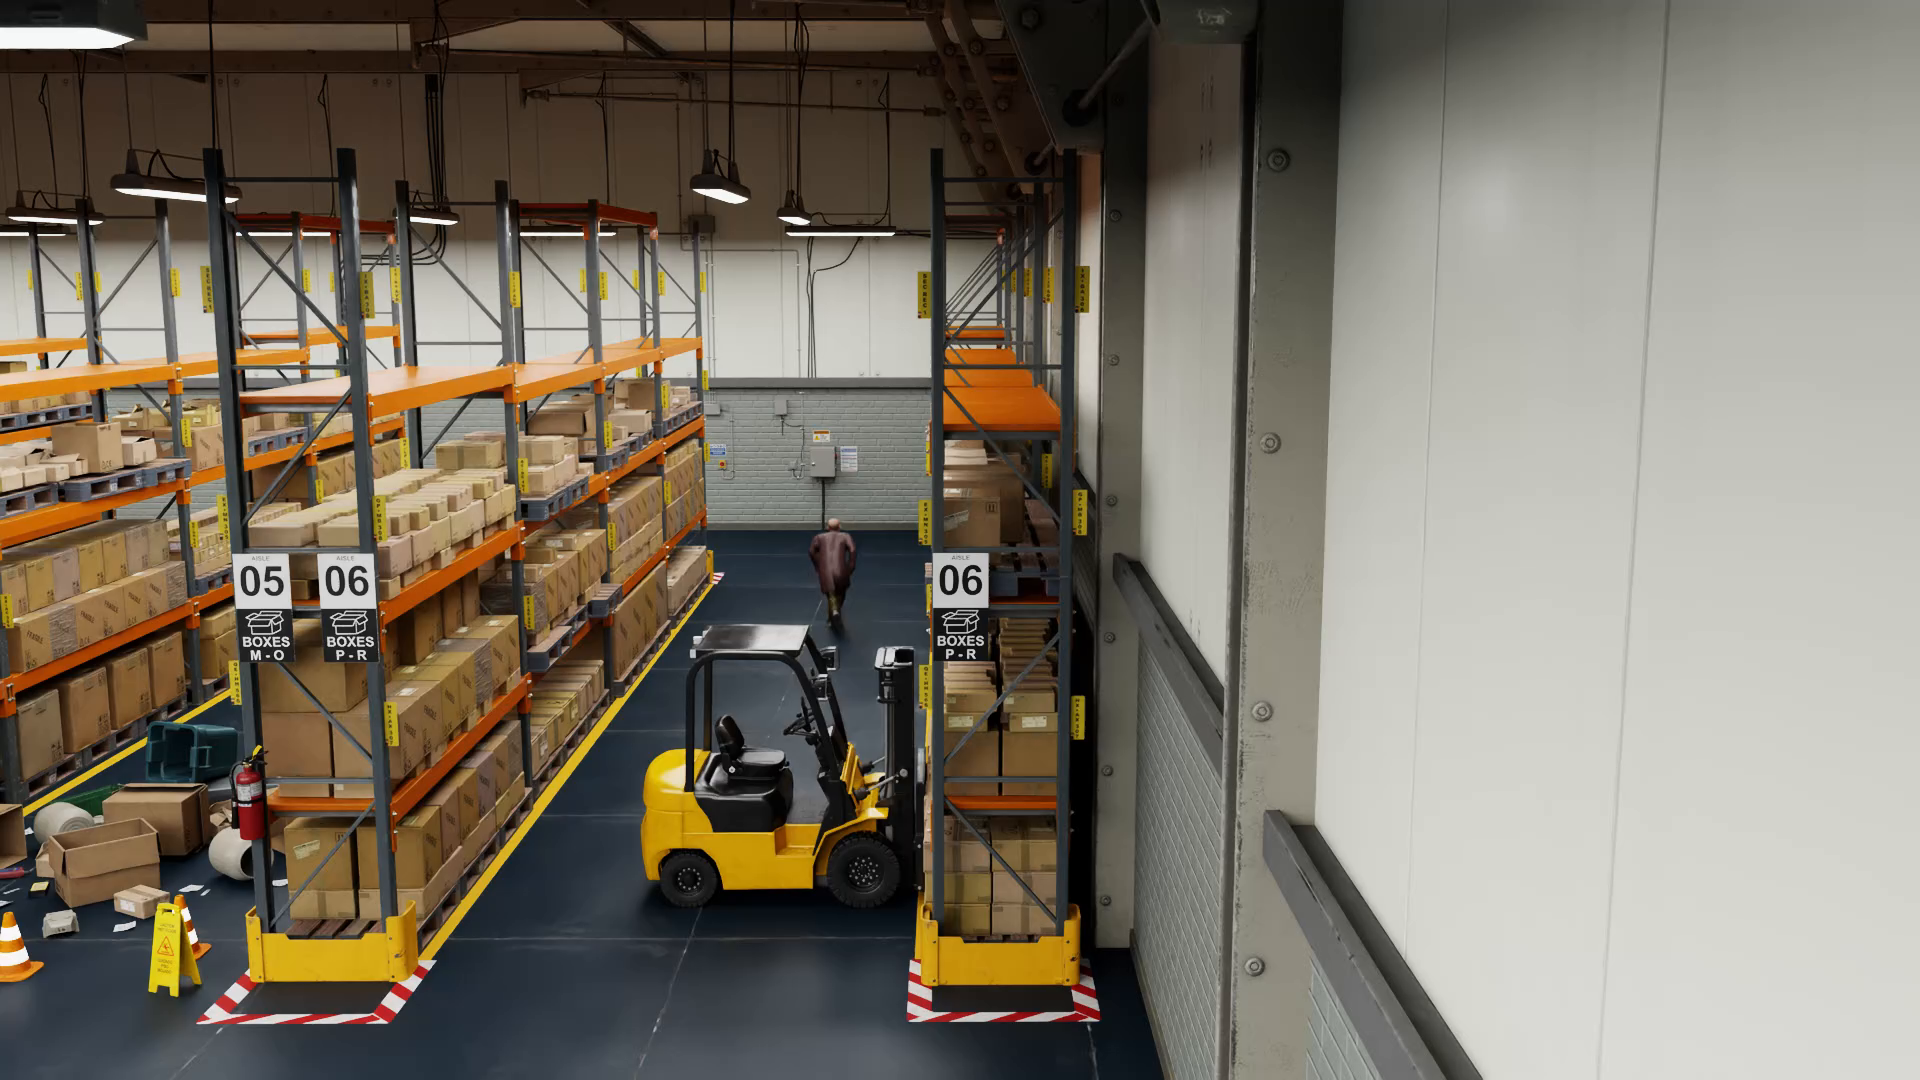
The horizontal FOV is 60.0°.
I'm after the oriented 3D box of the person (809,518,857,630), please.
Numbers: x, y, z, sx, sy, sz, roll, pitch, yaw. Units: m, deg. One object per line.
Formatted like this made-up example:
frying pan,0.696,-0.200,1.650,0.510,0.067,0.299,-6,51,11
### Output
person,-1.846,0.537,24.159,0.705,1.603,1.081,0,9,-3
